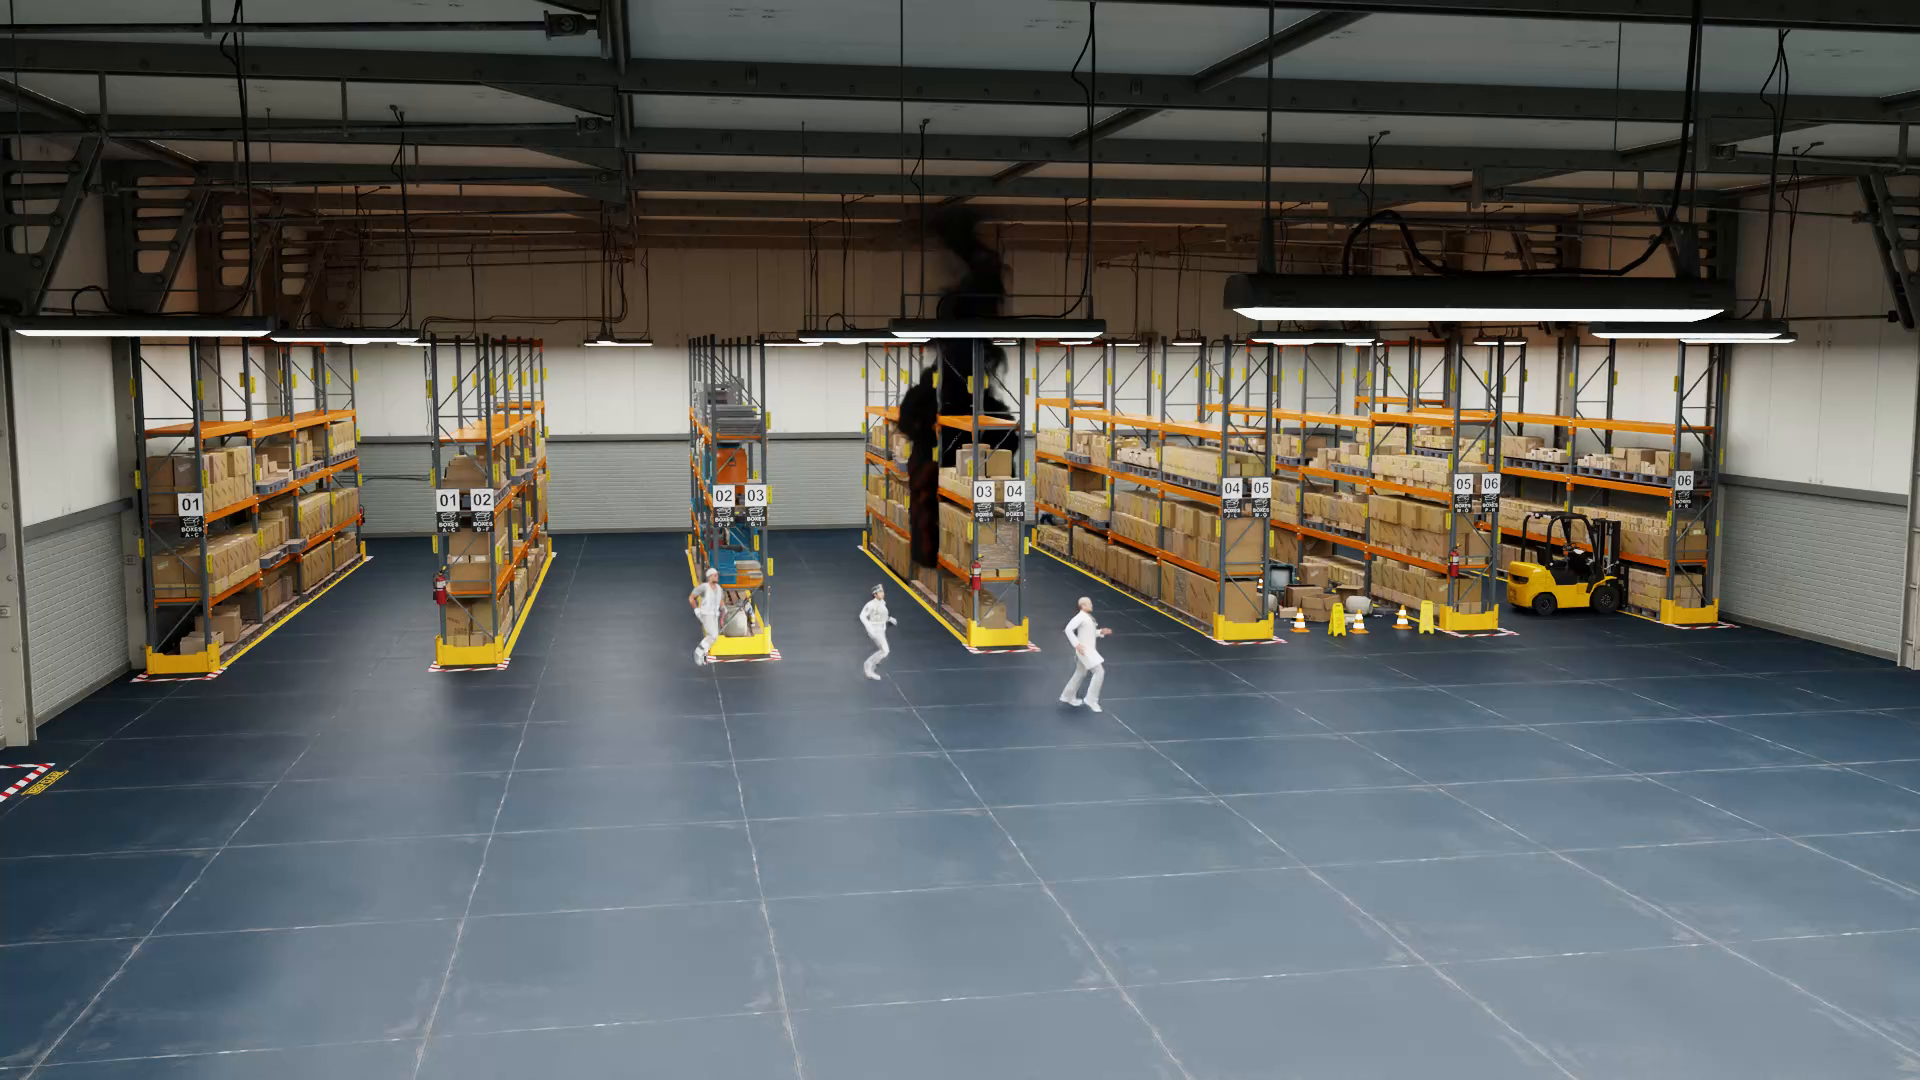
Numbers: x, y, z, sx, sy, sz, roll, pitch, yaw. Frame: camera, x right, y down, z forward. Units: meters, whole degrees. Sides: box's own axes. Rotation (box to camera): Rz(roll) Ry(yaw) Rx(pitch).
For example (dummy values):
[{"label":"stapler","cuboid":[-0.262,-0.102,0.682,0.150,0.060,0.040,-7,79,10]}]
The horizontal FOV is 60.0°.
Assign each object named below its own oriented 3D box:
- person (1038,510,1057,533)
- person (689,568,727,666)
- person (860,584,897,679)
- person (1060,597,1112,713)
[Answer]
[{"label":"person","cuboid":[2.653,-0.785,49.930,0.853,1.563,0.574,1,7,6]},{"label":"person","cuboid":[-4.490,1.386,30.082,0.587,1.728,0.703,4,8,33]},{"label":"person","cuboid":[-1.383,1.589,28.909,0.549,1.666,0.598,3,7,24]},{"label":"person","cuboid":[1.993,1.826,26.417,0.832,1.848,0.669,1,7,9]}]
